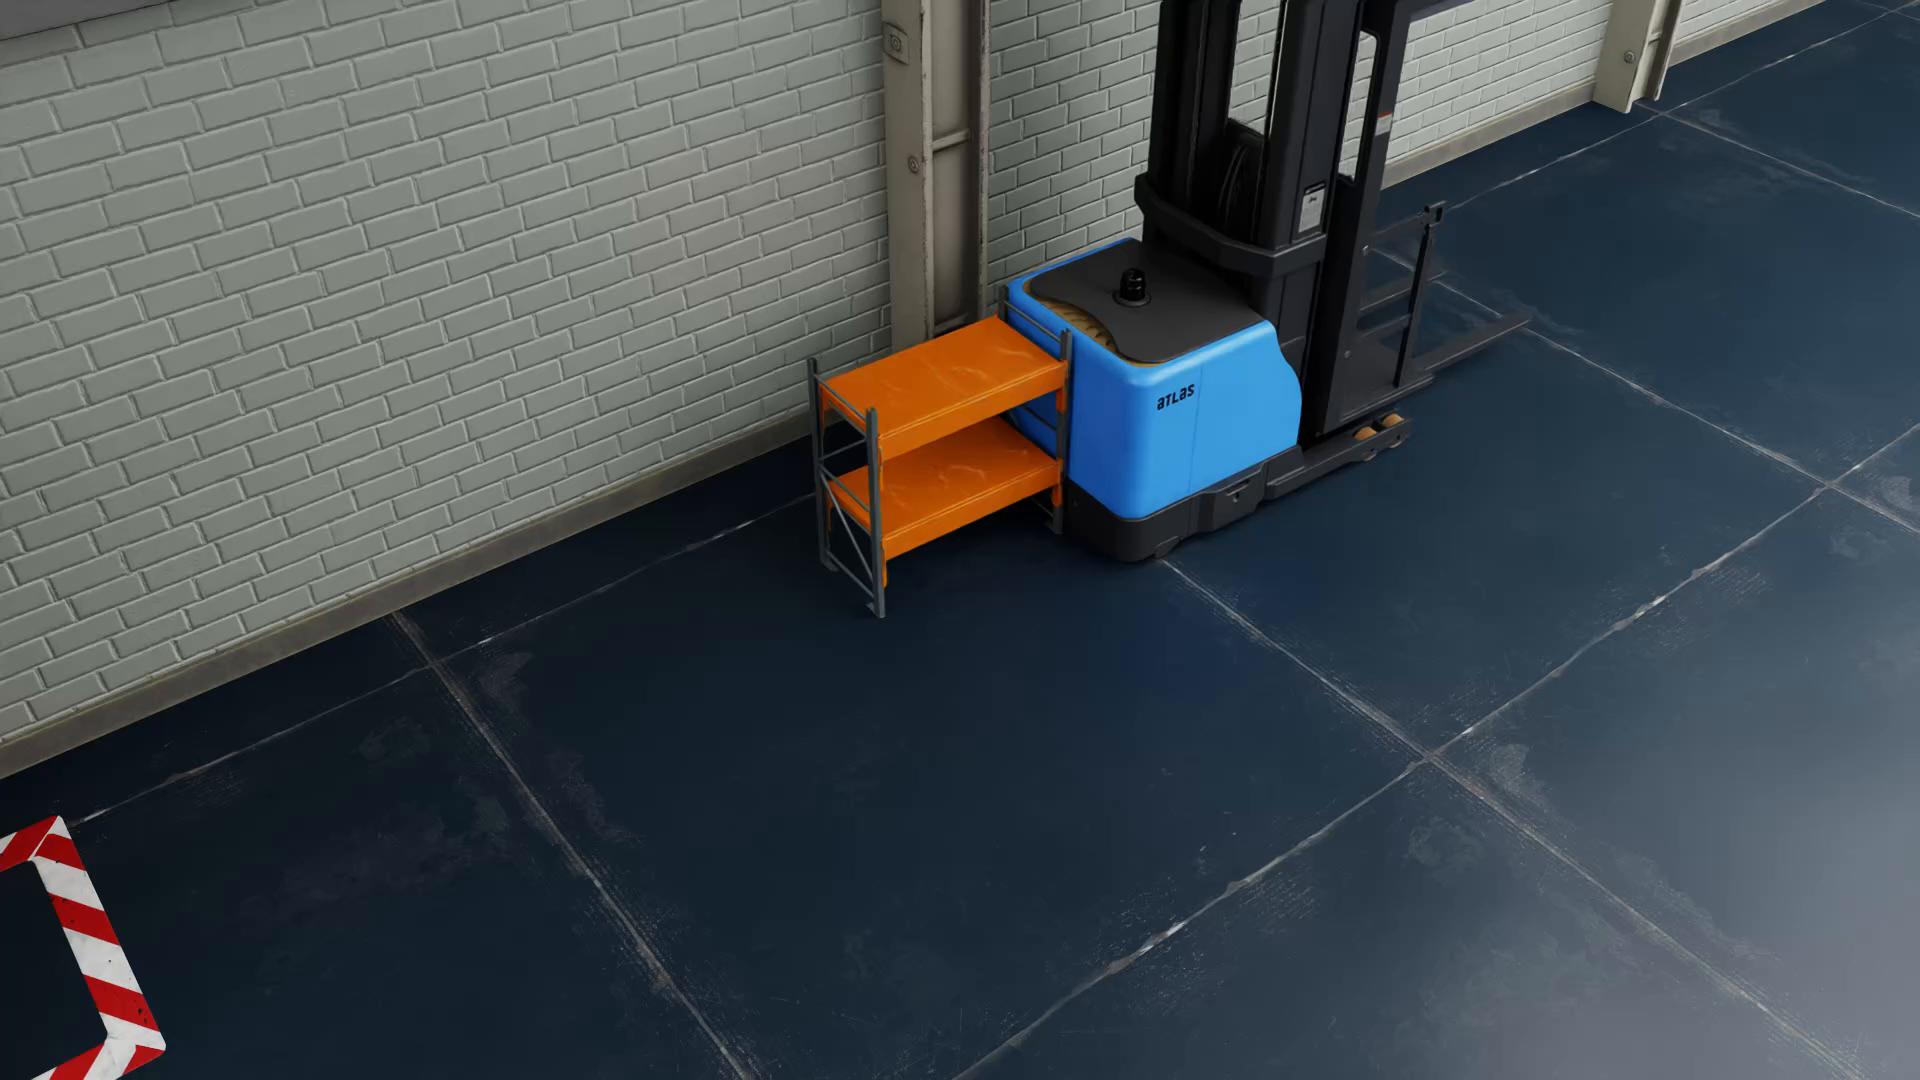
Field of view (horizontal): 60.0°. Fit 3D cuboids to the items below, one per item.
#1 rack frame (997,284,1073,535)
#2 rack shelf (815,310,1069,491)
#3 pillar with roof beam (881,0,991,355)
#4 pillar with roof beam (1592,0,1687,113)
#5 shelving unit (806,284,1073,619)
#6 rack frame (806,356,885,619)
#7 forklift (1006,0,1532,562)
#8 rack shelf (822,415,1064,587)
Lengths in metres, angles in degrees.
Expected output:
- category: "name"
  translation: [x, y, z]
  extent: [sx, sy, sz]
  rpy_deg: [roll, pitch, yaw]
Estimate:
- category: "rack frame"
  translation: [0.331, -0.591, 7.717]
  extent: [0.032, 1.125, 0.500]
  rpy_deg: [-25, 45, -27]
- category: "rack shelf"
  translation: [-0.081, -0.629, 7.302]
  extent: [1.000, 0.278, 0.538]
  rpy_deg: [-25, 45, -27]
- category: "pillar with roof beam"
  translation: [2.517, -2.090, 3.336]
  extent: [0.400, 9.000, 9.100]
  rpy_deg: [-26, 46, -28]
- category: "pillar with roof beam"
  translation: [7.274, -4.409, 6.163]
  extent: [0.400, 9.000, 9.100]
  rpy_deg: [-26, 46, -28]
- category: "shelving unit"
  translation: [-0.081, -0.403, 7.487]
  extent: [1.048, 1.125, 0.538]
  rpy_deg: [-25, 45, -27]
- category: "rack frame"
  translation: [-0.494, -0.214, 7.258]
  extent: [0.032, 1.125, 0.500]
  rpy_deg: [-25, 45, -27]
- category: "forklift"
  translation: [1.677, -1.781, 7.743]
  extent: [3.031, 2.935, 1.130]
  rpy_deg: [-25, 45, -27]
- category: "rack shelf"
  translation: [-0.081, -0.214, 7.643]
  extent: [1.000, 0.278, 0.538]
  rpy_deg: [-25, 45, -27]
